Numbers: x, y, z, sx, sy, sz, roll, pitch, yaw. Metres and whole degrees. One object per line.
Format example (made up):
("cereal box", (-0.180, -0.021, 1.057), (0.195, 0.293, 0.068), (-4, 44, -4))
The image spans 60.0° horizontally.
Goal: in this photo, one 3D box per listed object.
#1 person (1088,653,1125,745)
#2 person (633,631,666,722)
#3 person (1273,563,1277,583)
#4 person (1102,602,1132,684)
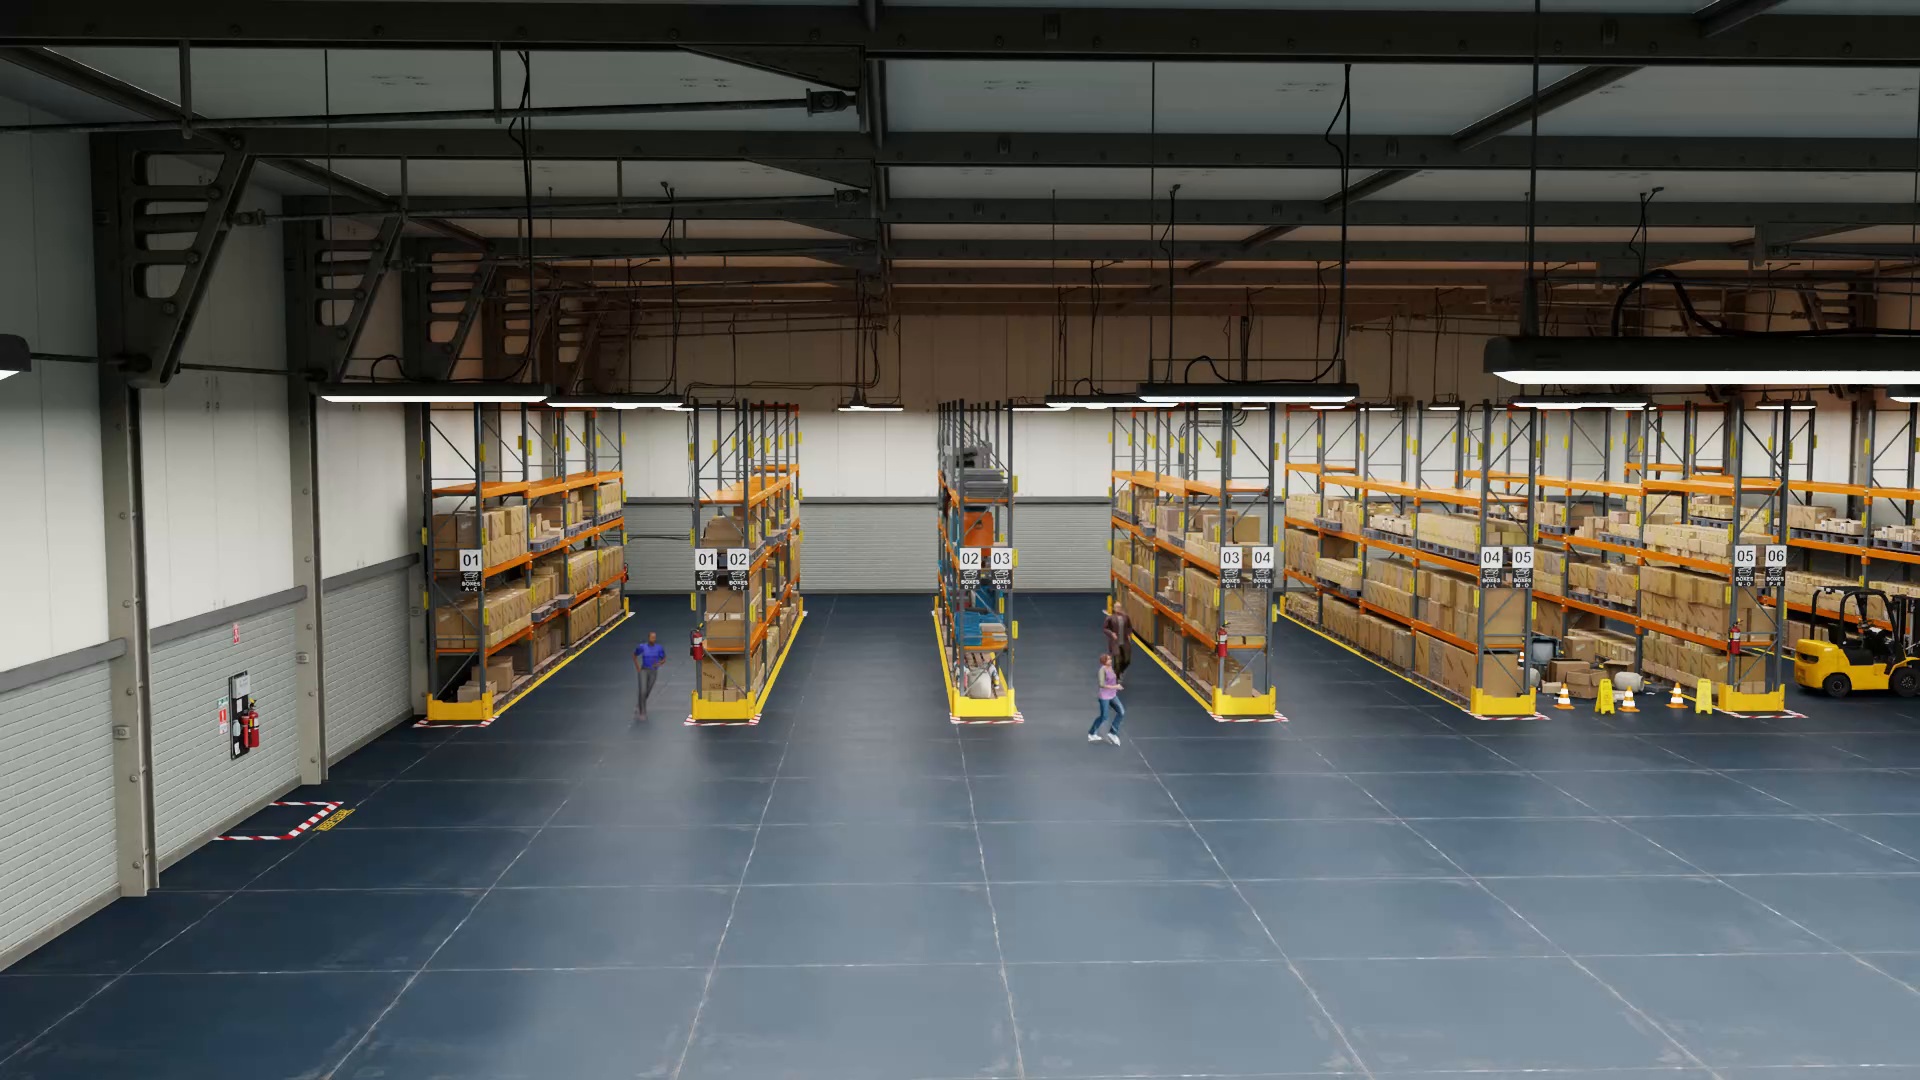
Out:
("person", (2.555, 2.752, 28.857), (0.690, 1.609, 0.546), (3, 5, 35))
("person", (-5.849, 2.545, 31.391), (0.594, 1.647, 0.846), (-2, 5, -24))
("person", (8.898, 1.224, 48.423), (0.534, 1.649, 0.684), (-3, 5, -37))
("person", (3.363, 2.186, 35.097), (0.703, 1.729, 0.651), (-1, 4, -15))
